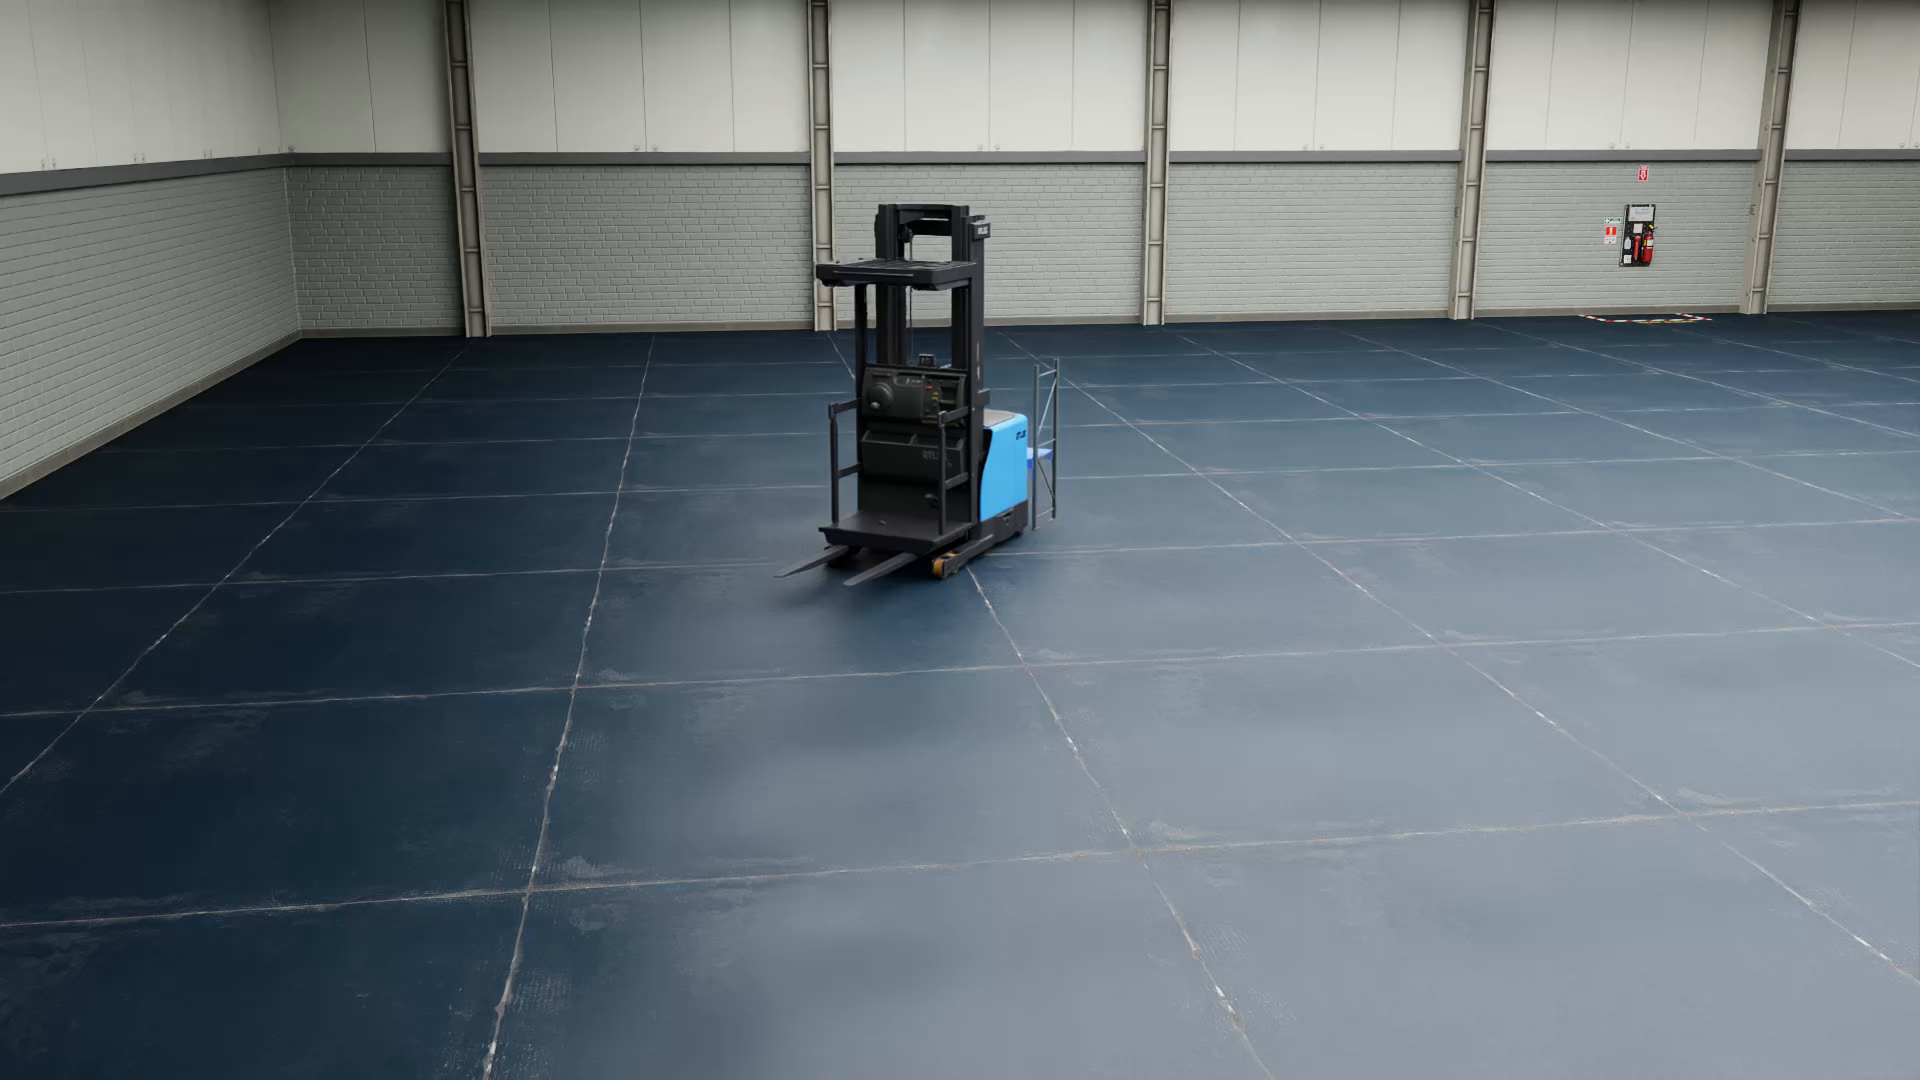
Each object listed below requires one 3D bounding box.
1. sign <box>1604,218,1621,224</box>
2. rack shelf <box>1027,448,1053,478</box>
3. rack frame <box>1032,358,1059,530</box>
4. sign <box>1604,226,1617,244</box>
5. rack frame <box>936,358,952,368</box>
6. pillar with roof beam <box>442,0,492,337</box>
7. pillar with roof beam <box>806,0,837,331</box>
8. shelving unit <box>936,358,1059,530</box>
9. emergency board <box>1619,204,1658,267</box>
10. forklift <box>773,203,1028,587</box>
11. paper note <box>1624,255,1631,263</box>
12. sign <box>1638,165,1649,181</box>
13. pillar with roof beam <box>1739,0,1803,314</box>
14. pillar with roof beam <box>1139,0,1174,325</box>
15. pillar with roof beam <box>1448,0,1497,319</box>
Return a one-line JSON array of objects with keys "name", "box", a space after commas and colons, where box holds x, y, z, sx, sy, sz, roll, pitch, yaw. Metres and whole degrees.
[{"name": "sign", "box": [12.384, -6.061, 31.560, 0.331, 0.109, 0.001, -2, 14, -8]}, {"name": "rack shelf", "box": [0.322, -0.753, 15.379, 1.000, 0.185, 0.538, 7, 16, 25]}, {"name": "rack frame", "box": [0.778, -0.873, 15.119, 0.032, 1.500, 0.500, 7, 16, 25]}, {"name": "sign", "box": [12.378, -5.806, 31.632, 0.234, 0.329, 0.001, -2, 14, -8]}, {"name": "rack frame", "box": [-0.135, -0.982, 15.552, 0.032, 1.500, 0.500, 7, 16, 25]}, {"name": "pillar with roof beam", "box": [-7.701, -6.869, 23.611, 0.400, 9.000, 9.100, -2, 14, -8]}, {"name": "pillar with roof beam", "box": [-1.768, -7.086, 24.478, 0.400, 9.000, 9.100, -2, 14, -8]}, {"name": "shelving unit", "box": [0.322, -0.927, 15.336, 1.048, 1.500, 0.538, 7, 16, 25]}, {"name": "emergency board", "box": [12.941, -5.784, 31.617, 0.643, 1.169, 0.194, -2, 14, -8]}, {"name": "forklift", "box": [-0.477, -1.229, 13.596, 1.130, 2.935, 3.031, 7, 16, 25]}, {"name": "paper note", "box": [12.755, -5.367, 31.765, 0.142, 0.148, 0.016, -2, 14, -8]}, {"name": "sign", "box": [12.918, -6.932, 31.430, 0.199, 0.298, 0.001, -2, 14, -8]}, {"name": "pillar with roof beam", "box": [16.031, -7.738, 27.079, 0.400, 9.000, 9.100, -2, 14, -8]}, {"name": "pillar with roof beam", "box": [4.165, -7.303, 25.345, 0.400, 9.000, 9.100, -2, 14, -8]}, {"name": "pillar with roof beam", "box": [10.098, -7.521, 26.212, 0.400, 9.000, 9.100, -2, 14, -8]}]
